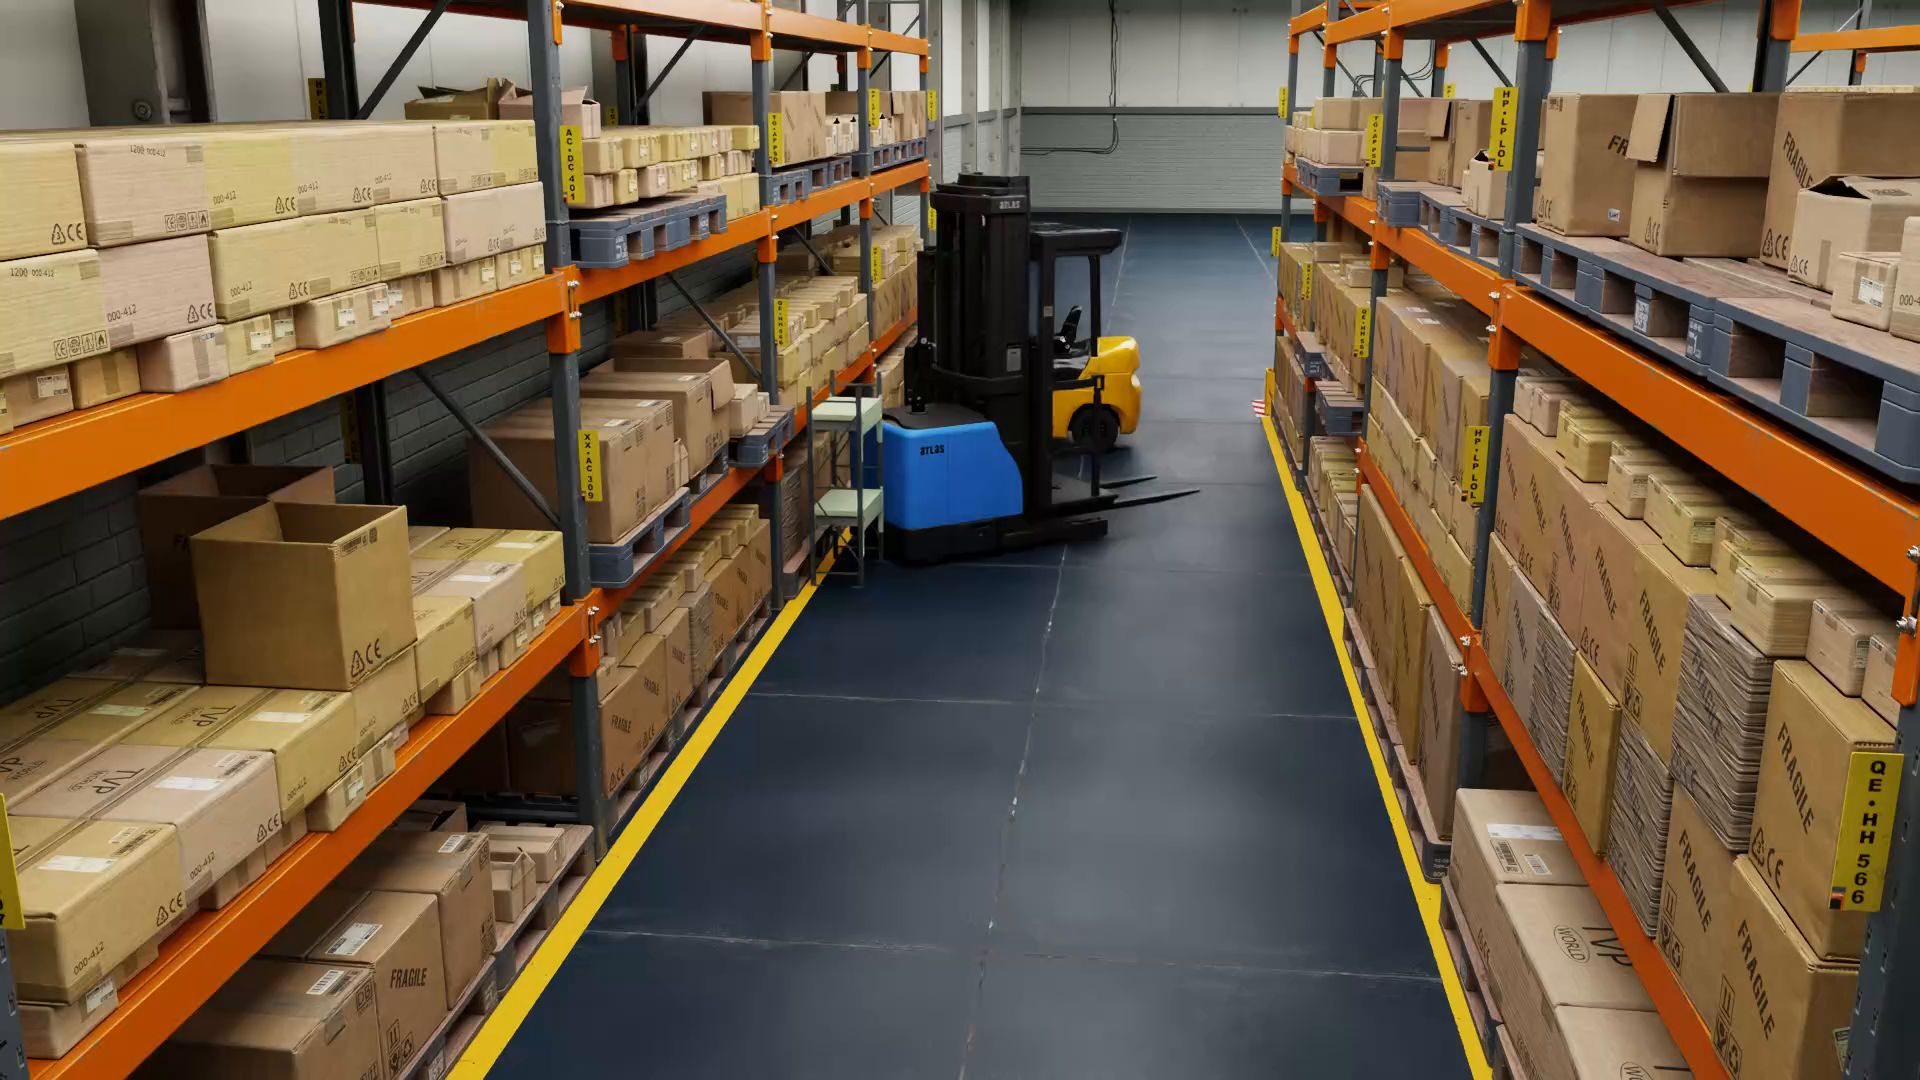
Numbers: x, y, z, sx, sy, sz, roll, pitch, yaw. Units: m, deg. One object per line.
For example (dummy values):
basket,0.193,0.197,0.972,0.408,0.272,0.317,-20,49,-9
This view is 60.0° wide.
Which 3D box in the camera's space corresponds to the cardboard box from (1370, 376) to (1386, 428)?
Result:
cardboard box,2.871,-0.867,10.453,0.500,0.250,0.500,2,15,6

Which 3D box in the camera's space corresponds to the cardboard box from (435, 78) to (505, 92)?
cardboard box,-2.247,-2.003,7.697,0.396,0.266,0.258,2,15,6

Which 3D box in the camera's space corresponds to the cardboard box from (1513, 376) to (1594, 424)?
cardboard box,2.428,-0.555,6.618,0.380,0.149,0.250,1,15,5

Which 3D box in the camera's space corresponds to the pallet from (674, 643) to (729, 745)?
pallet,-2.021,0.886,9.980,1.003,0.211,1.213,2,15,6

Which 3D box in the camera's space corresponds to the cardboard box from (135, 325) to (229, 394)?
cardboard box,-2.215,-0.492,4.469,0.380,0.149,0.250,2,15,7

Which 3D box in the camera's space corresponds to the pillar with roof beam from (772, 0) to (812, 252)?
pillar with roof beam,2.447,-5.658,17.346,9.100,9.000,0.400,2,15,6

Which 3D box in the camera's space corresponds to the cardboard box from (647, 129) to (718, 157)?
cardboard box,-1.624,-2.311,9.668,0.380,0.149,0.250,1,15,5

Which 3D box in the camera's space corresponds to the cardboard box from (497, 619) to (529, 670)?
cardboard box,-2.009,0.417,6.853,0.380,0.149,0.250,2,15,8

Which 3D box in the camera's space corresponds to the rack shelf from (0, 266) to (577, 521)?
rack shelf,-2.436,-0.512,5.442,1.077,0.370,4.000,2,15,6

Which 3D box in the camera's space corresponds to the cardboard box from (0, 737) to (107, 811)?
cardboard box,-2.814,0.775,4.767,0.500,0.250,0.500,2,15,6

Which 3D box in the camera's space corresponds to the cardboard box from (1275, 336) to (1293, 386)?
cardboard box,3.708,-1.928,18.071,0.500,0.500,0.500,1,15,4

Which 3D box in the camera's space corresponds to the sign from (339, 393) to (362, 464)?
sign,-2.762,-0.505,7.564,0.100,0.325,0.005,2,15,6

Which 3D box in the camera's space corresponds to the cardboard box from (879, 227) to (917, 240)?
cardboard box,-0.685,-3.384,18.425,0.380,0.149,0.250,2,15,6

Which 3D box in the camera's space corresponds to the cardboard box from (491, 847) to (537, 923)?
cardboard box,-2.022,1.432,7.051,0.396,0.266,0.258,2,15,8

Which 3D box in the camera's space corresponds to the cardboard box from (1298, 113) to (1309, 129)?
cardboard box,3.585,-4.199,16.650,0.380,0.149,0.250,2,15,8

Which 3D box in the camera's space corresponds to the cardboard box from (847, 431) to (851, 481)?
cardboard box,-1.356,-0.926,15.085,0.875,0.625,0.625,2,15,9

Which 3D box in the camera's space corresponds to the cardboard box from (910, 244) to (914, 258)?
cardboard box,-0.707,-3.173,18.217,0.380,0.149,0.250,2,15,7

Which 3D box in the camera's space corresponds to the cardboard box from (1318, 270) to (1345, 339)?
cardboard box,3.161,-1.884,13.316,0.500,0.500,0.500,2,15,6

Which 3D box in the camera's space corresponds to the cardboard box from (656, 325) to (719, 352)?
cardboard box,-1.924,-1.420,11.731,0.380,0.149,0.250,2,15,8

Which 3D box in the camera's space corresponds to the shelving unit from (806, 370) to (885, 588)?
shelving unit,-0.855,-0.471,12.529,0.431,1.500,0.755,2,15,9

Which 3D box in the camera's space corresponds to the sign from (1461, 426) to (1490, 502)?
sign,2.182,-0.319,7.030,0.100,0.325,0.005,2,15,6

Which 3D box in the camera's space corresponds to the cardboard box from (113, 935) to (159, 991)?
cardboard box,-2.370,1.084,4.389,0.380,0.149,0.250,2,15,8

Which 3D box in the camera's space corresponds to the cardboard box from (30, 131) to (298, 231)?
cardboard box,-2.243,-1.023,4.713,0.500,0.250,0.500,1,15,5

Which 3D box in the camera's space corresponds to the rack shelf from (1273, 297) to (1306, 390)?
rack shelf,3.850,-2.031,16.806,1.077,0.370,4.000,2,15,6

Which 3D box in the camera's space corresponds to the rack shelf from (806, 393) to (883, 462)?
rack shelf,-0.855,-0.847,12.427,0.431,0.370,0.720,2,15,9

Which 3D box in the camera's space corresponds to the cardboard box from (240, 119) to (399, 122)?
cardboard box,-2.549,-1.571,6.738,0.500,0.250,0.500,2,15,6

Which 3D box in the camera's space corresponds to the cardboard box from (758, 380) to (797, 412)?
cardboard box,-1.466,-1.003,11.913,0.500,0.250,0.500,2,15,6

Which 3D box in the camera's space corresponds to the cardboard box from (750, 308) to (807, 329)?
cardboard box,-1.383,-1.674,12.672,0.380,0.149,0.250,2,15,7

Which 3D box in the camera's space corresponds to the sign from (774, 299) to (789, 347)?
sign,-1.219,-1.475,11.304,0.100,0.325,0.005,2,15,6

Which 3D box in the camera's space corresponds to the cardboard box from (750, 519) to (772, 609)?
cardboard box,-1.593,0.152,11.337,0.500,0.500,0.500,2,15,8

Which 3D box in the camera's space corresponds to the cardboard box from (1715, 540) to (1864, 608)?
cardboard box,2.132,0.109,4.162,0.380,0.149,0.250,2,15,8

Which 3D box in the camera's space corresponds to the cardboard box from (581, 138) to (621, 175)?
cardboard box,-1.741,-1.716,7.431,0.380,0.149,0.250,2,15,8

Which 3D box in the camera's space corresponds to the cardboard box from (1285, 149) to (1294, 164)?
cardboard box,3.716,-4.148,17.989,0.380,0.149,0.250,2,15,6

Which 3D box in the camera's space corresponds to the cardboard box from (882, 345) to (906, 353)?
cardboard box,-0.762,-1.877,17.405,0.500,0.250,0.500,1,15,5

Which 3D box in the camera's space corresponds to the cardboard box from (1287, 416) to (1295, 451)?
cardboard box,3.474,-1.035,16.207,0.500,0.250,0.500,1,15,5

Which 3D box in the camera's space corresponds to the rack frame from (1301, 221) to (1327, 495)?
rack frame,3.624,-1.860,14.794,1.000,3.000,0.127,2,15,6

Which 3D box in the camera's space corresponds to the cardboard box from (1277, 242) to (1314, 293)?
cardboard box,3.747,-2.975,18.155,0.500,0.500,0.500,1,15,5

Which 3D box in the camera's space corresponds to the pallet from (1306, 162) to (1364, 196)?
pallet,3.335,-2.791,12.852,1.213,0.211,1.003,2,15,6

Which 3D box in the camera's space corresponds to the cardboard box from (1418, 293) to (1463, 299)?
cardboard box,3.506,-1.462,11.758,0.500,0.500,0.500,2,15,9

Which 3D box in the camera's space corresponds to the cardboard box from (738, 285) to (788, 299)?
cardboard box,-1.680,-2.082,14.181,0.380,0.149,0.250,2,15,6

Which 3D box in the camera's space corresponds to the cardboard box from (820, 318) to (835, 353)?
cardboard box,-1.299,-1.643,13.321,0.500,0.250,0.500,2,15,7

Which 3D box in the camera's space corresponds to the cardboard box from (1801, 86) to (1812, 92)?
cardboard box,8.536,-4.400,16.397,0.380,0.149,0.250,1,15,5

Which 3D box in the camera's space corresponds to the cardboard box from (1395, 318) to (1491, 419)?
cardboard box,2.754,-0.970,9.396,0.500,0.500,0.500,2,15,8

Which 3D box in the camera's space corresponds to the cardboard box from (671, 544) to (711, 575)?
cardboard box,-1.739,0.129,10.180,0.380,0.149,0.250,1,15,5

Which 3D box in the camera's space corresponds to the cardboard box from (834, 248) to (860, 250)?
cardboard box,-1.018,-2.721,15.974,0.380,0.149,0.250,1,15,5

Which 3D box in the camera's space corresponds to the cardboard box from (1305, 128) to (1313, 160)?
cardboard box,3.160,-3.299,13.851,0.500,0.250,0.500,1,15,5

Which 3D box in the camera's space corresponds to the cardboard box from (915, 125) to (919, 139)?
cardboard box,-0.648,-4.397,17.914,0.380,0.149,0.250,1,15,5

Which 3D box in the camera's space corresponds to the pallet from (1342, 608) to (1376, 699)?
pallet,3.009,0.726,10.574,1.003,0.211,1.213,2,15,6

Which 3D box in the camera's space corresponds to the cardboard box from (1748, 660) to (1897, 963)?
cardboard box,2.088,0.589,3.629,0.500,0.500,0.500,2,15,8

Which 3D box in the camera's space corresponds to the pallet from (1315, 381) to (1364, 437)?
pallet,3.148,-0.918,11.678,1.213,0.211,1.003,2,15,6

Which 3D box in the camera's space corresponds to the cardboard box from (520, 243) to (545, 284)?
cardboard box,-1.958,-1.155,6.922,0.380,0.149,0.250,2,15,6

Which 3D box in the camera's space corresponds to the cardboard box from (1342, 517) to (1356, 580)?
cardboard box,3.247,0.097,11.787,0.950,0.372,0.625,1,15,2

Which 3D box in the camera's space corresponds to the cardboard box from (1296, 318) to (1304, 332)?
cardboard box,3.469,-2.095,16.143,0.380,0.149,0.250,1,15,5

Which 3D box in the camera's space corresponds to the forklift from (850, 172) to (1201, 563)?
forklift,0.626,-1.503,13.605,3.031,2.935,1.130,-9,18,-30

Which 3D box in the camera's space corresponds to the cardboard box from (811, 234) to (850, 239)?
cardboard box,-1.361,-3.133,17.498,0.380,0.149,0.250,1,15,5

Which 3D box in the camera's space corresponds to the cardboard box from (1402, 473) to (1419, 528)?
cardboard box,2.710,-0.233,9.064,0.500,0.250,0.500,2,15,6

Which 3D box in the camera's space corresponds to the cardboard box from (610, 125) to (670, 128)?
cardboard box,-2.076,-2.592,10.709,0.380,0.149,0.250,1,15,4

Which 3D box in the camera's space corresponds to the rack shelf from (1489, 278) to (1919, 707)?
rack shelf,2.496,-0.367,4.905,1.077,0.370,4.000,2,15,6
